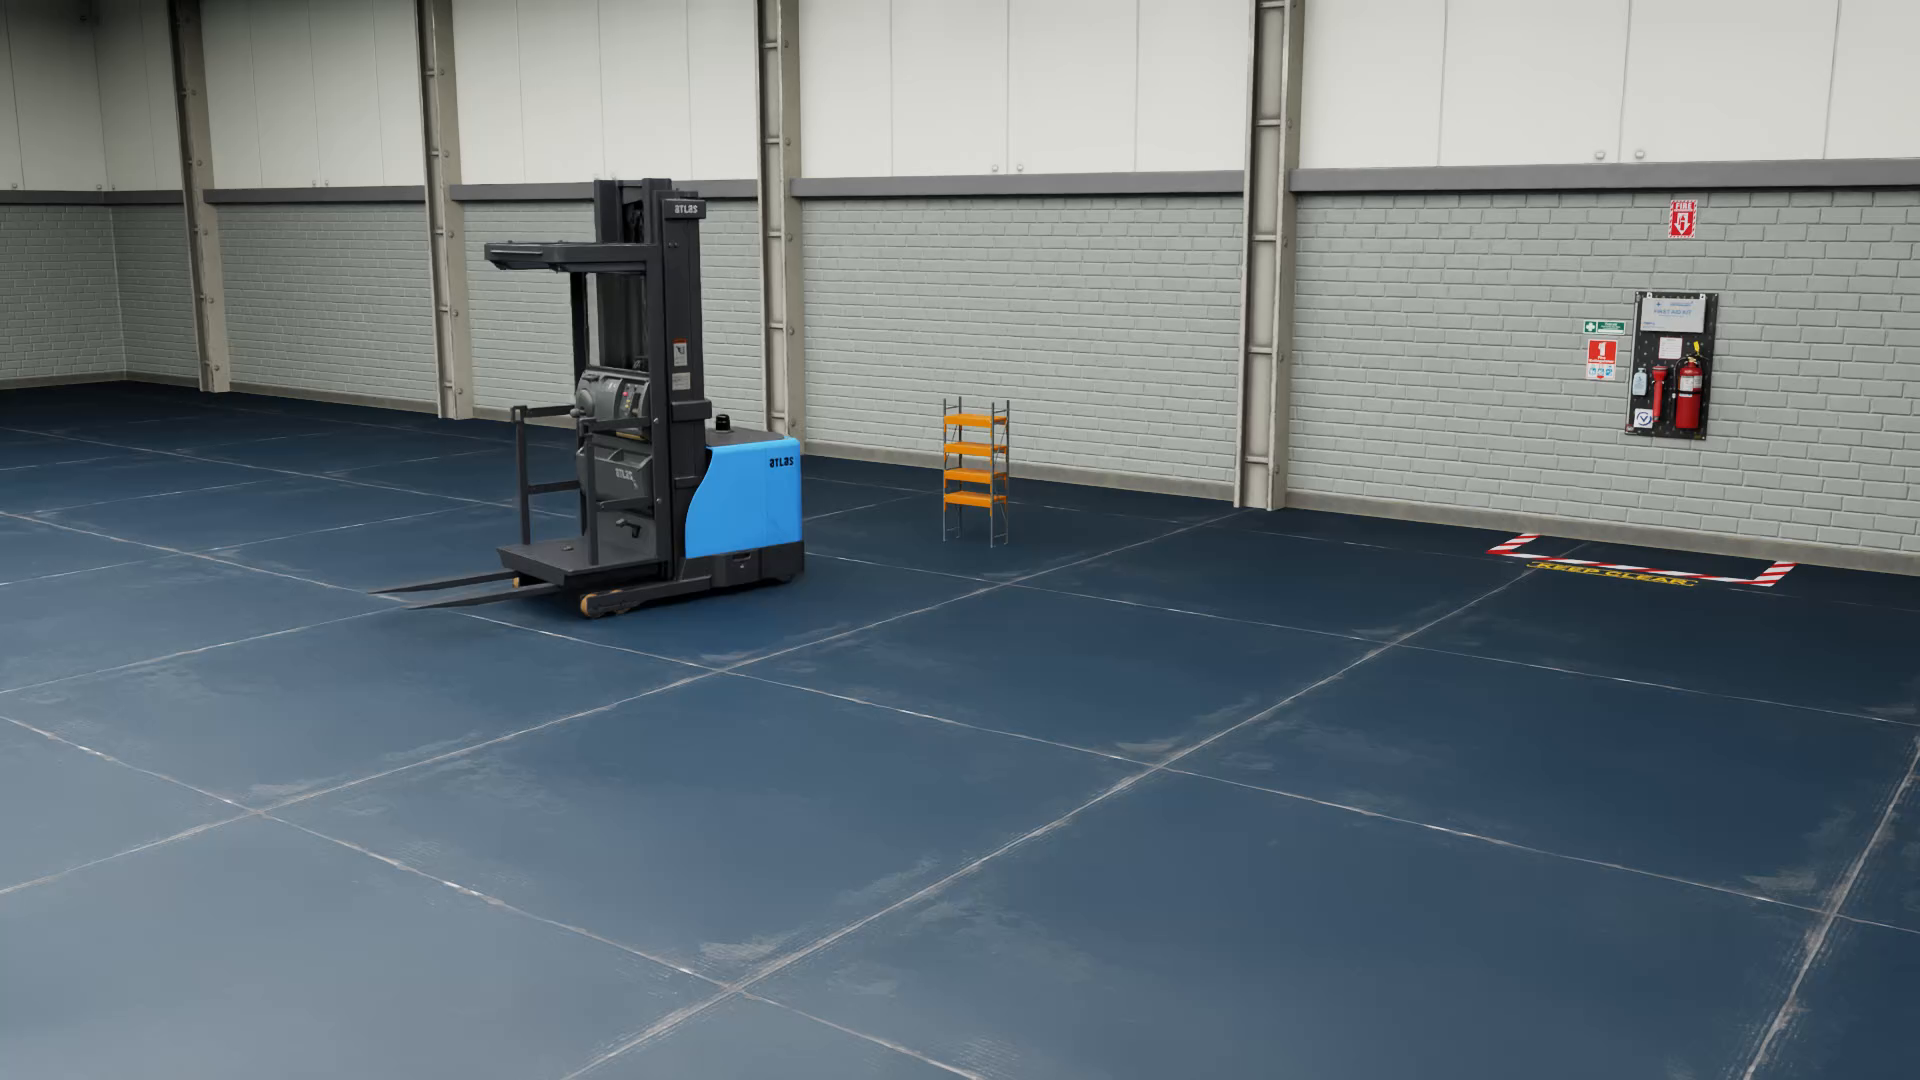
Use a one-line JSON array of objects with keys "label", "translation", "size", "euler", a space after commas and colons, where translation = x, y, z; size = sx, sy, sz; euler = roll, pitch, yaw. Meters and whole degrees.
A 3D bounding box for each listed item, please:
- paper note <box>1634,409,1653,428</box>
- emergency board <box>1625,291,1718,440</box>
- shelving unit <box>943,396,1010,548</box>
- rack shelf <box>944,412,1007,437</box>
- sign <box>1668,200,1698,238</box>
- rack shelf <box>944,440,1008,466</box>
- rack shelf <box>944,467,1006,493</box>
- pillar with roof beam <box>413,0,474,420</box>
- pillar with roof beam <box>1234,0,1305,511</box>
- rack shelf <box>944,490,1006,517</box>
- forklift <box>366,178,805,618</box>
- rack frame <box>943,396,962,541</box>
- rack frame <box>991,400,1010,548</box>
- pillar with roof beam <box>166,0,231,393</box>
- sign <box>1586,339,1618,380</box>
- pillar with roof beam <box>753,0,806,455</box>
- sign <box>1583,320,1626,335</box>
[{"label": "paper note", "translation": [5.588, -0.994, 13.591], "size": [0.142, 0.148, 0.016], "euler": [8, 13, 36]}, {"label": "emergency board", "translation": [5.690, -1.396, 13.350], "size": [0.643, 1.169, 0.194], "euler": [8, 13, 36]}, {"label": "shelving unit", "translation": [0.133, -0.570, 13.820], "size": [0.503, 1.200, 0.258], "euler": [8, 13, 36]}, {"label": "rack shelf", "translation": [0.133, -0.956, 13.745], "size": [0.480, 0.148, 0.258], "euler": [8, 13, 36]}, {"label": "sign", "translation": [5.742, -2.551, 13.213], "size": [0.199, 0.298, 0.001], "euler": [8, 13, 36]}, {"label": "rack shelf", "translation": [0.133, -0.724, 13.790], "size": [0.480, 0.148, 0.258], "euler": [8, 13, 36]}, {"label": "rack shelf", "translation": [0.133, -0.504, 13.832], "size": [0.480, 0.148, 0.258], "euler": [8, 13, 36]}, {"label": "pillar with roof beam", "translation": [-9.397, -5.423, 18.367], "size": [0.400, 9.000, 9.100], "euler": [8, 13, 36]}, {"label": "pillar with roof beam", "translation": [0.275, -4.073, 11.394], "size": [0.400, 9.000, 9.100], "euler": [8, 13, 36]}, {"label": "rack shelf", "translation": [0.133, -0.309, 13.870], "size": [0.480, 0.148, 0.258], "euler": [8, 13, 36]}, {"label": "forklift", "translation": [-2.605, -1.020, 11.585], "size": [3.031, 2.935, 1.130], "euler": [-9, 14, -40]}, {"label": "rack frame", "translation": [-0.063, -0.598, 13.961], "size": [0.015, 1.200, 0.240], "euler": [8, 13, 36]}, {"label": "rack frame", "translation": [0.330, -0.543, 13.678], "size": [0.015, 1.200, 0.240], "euler": [8, 13, 36]}, {"label": "pillar with roof beam", "translation": [-14.233, -6.097, 21.854], "size": [0.400, 9.000, 9.100], "euler": [8, 13, 36]}, {"label": "sign", "translation": [5.305, -1.492, 13.749], "size": [0.234, 0.329, 0.001], "euler": [8, 13, 36]}, {"label": "pillar with roof beam", "translation": [-4.561, -4.748, 14.880], "size": [0.400, 9.000, 9.100], "euler": [8, 13, 36]}, {"label": "sign", "translation": [5.304, -1.750, 13.689], "size": [0.331, 0.109, 0.001], "euler": [8, 13, 36]}]
